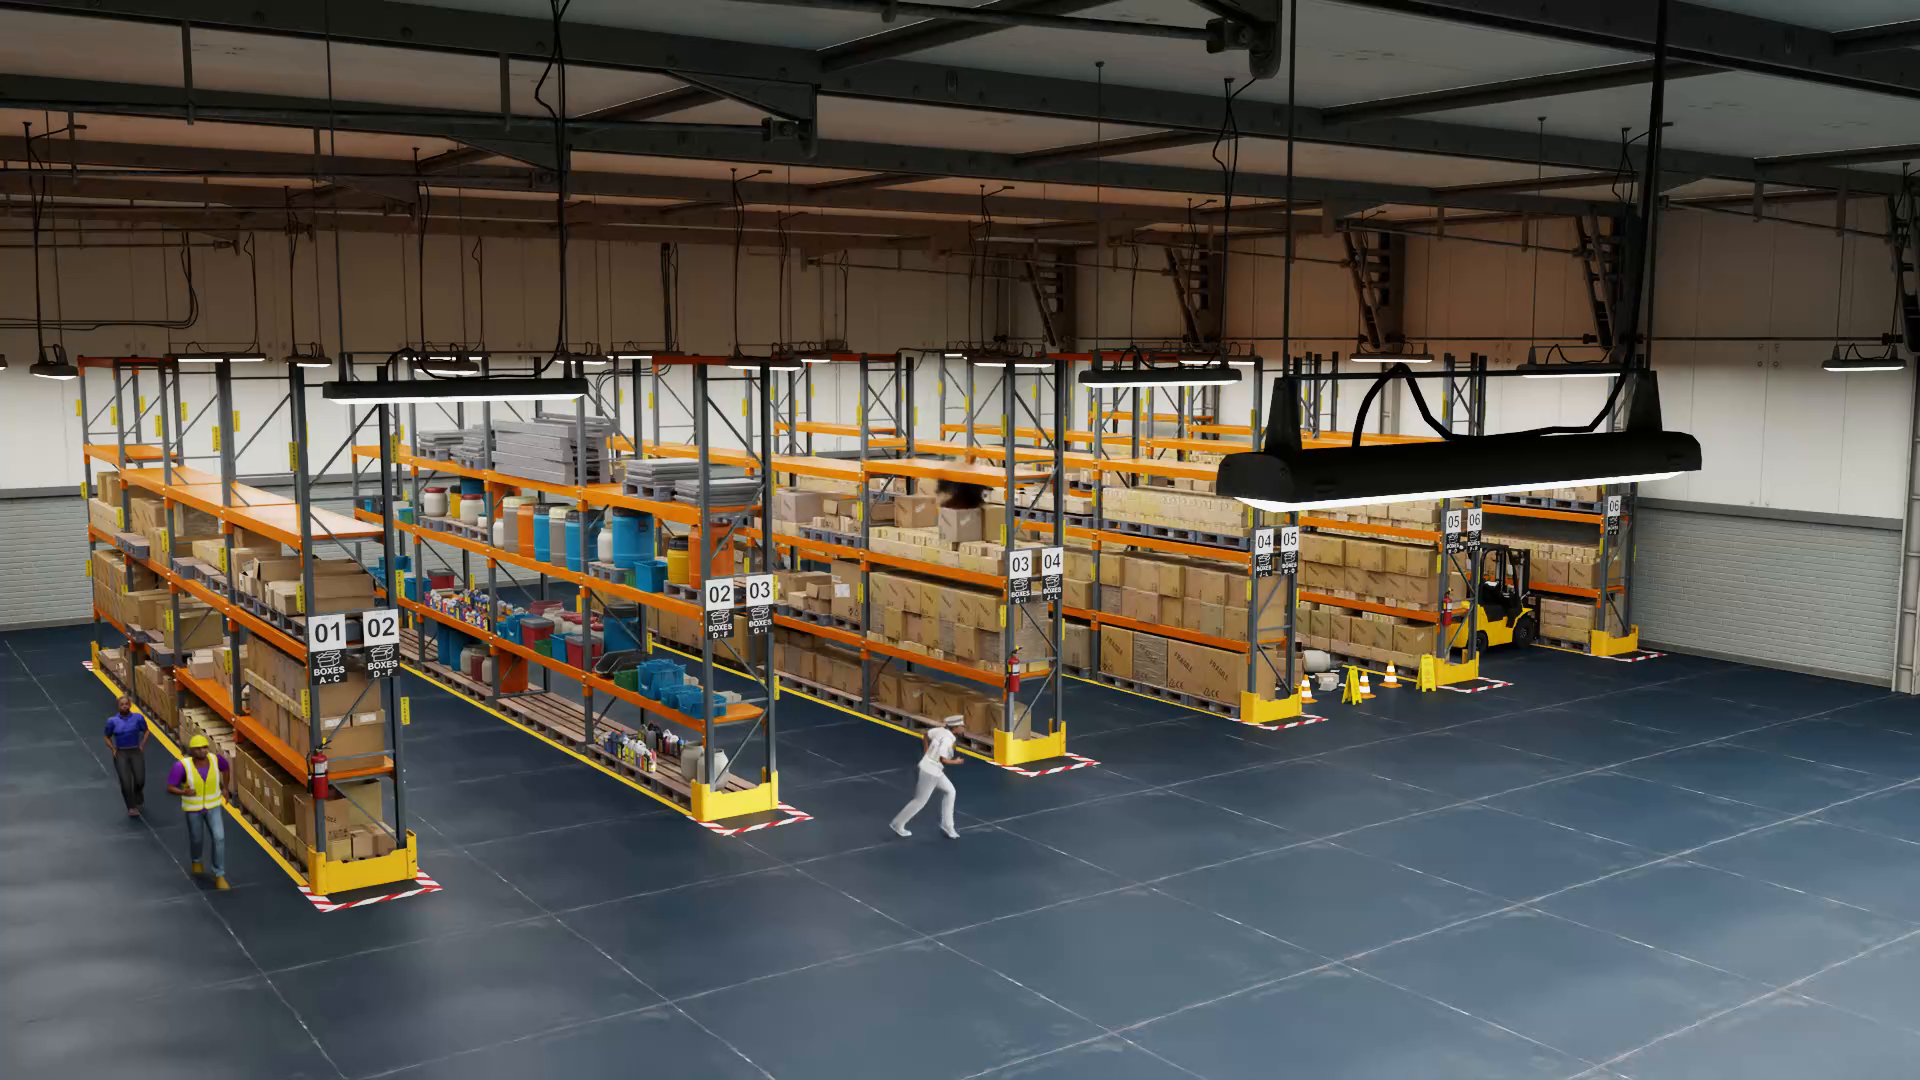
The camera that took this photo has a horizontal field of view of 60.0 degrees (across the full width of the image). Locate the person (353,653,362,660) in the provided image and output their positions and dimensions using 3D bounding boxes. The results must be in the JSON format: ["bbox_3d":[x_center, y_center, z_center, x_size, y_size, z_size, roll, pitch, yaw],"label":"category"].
[{"bbox_3d":[-11.205,1.772,30.409,0.661,1.734,0.637,-6,9,-40],"label":"person"}]

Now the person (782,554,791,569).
[{"bbox_3d":[-4.342,0.287,42.524,0.655,1.775,0.948,4,8,28],"label":"person"}]

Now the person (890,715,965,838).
[{"bbox_3d":[-0.417,3.027,21.095,0.968,1.621,0.615,-1,7,-8],"label":"person"}]

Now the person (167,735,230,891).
[{"bbox_3d":[-8.811,3.129,19.313,0.717,1.794,0.899,-5,8,-33],"label":"person"}]

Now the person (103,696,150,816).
[{"bbox_3d":[-11.056,2.870,22.100,0.555,1.589,0.550,-4,8,-28],"label":"person"}]
